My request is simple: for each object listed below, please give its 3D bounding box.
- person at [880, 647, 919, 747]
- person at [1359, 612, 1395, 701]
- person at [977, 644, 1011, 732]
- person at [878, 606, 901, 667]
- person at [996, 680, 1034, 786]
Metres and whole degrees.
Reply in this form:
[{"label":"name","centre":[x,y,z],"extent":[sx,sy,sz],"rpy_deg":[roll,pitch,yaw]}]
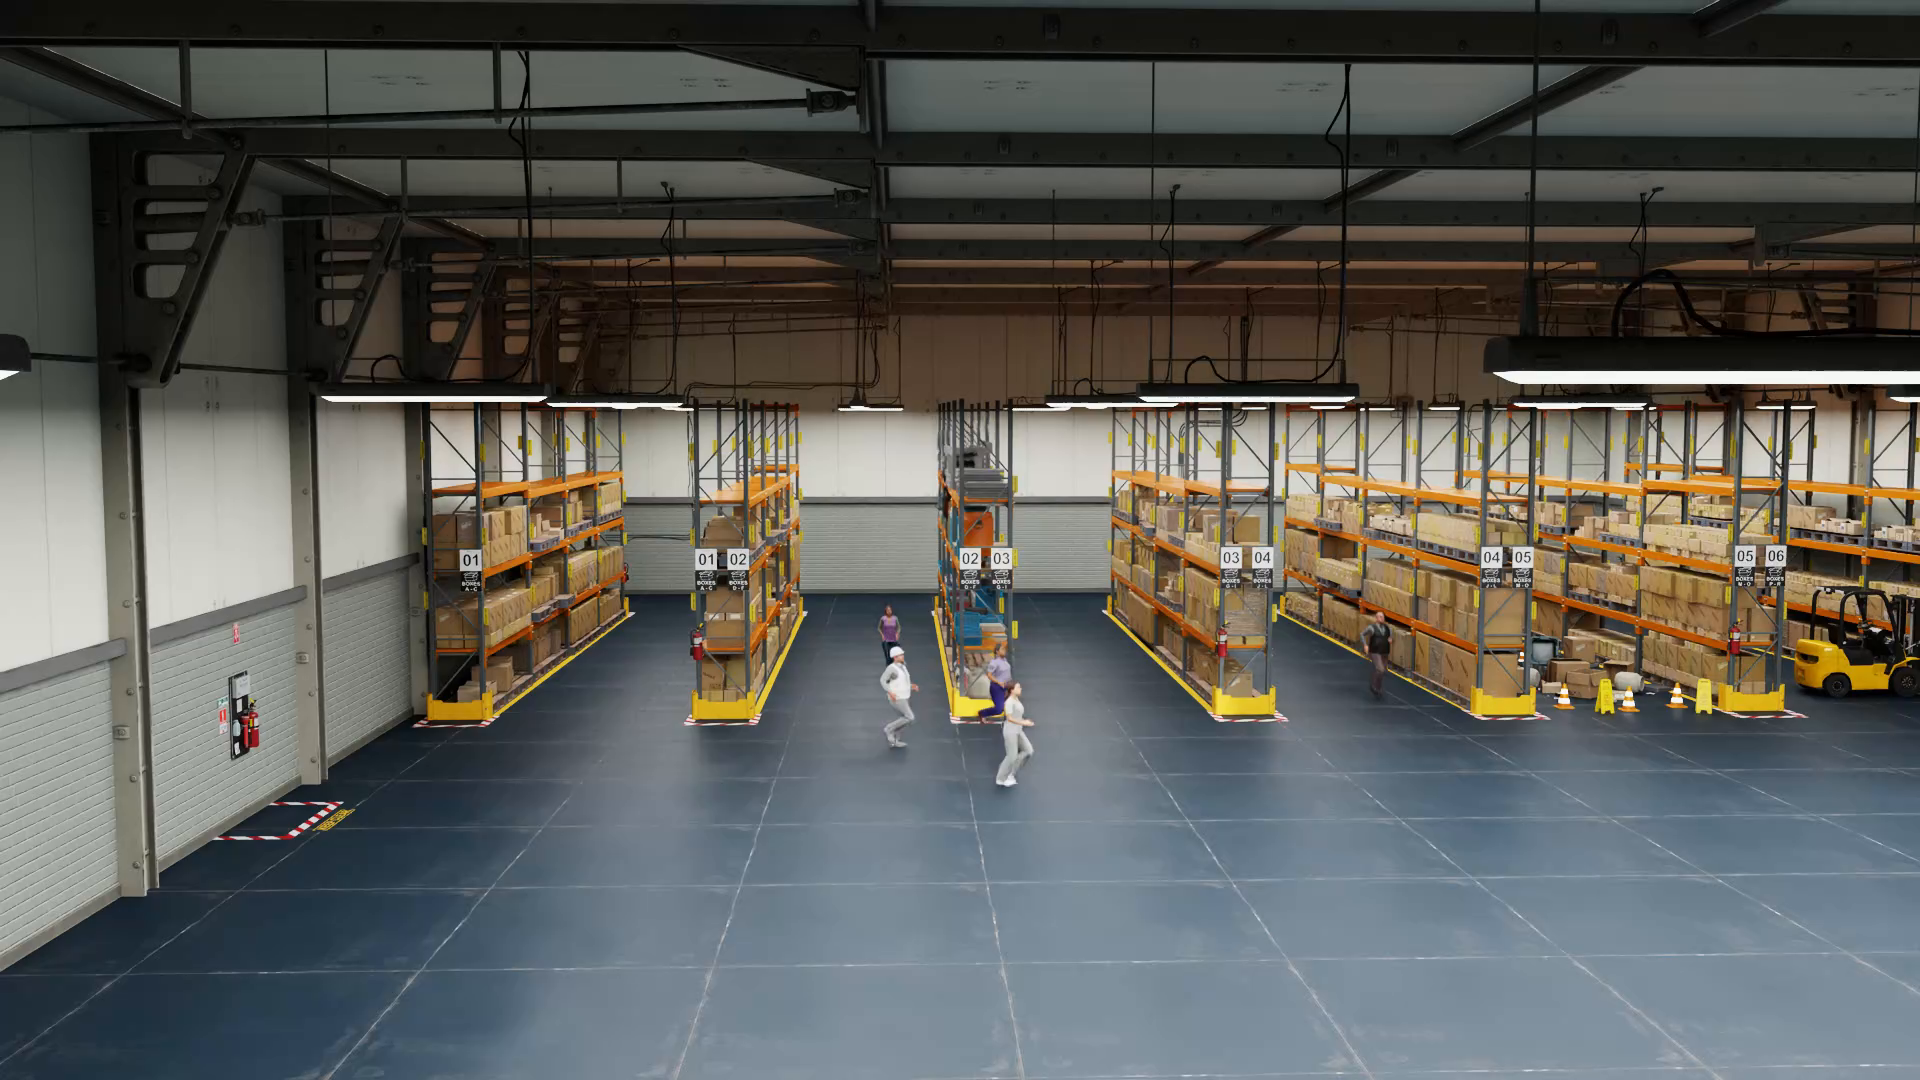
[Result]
[{"label":"person","centre":[-0.998,2.695,28.493],"extent":[0.575,1.729,0.657],"rpy_deg":[2,5,21]},{"label":"person","centre":[8.424,2.372,33.410],"extent":[0.624,1.701,0.752],"rpy_deg":[-2,5,-20]},{"label":"person","centre":[0.696,2.662,29.807],"extent":[0.755,1.616,0.620],"rpy_deg":[3,5,35]},{"label":"person","centre":[-1.532,2.244,36.176],"extent":[0.512,1.463,0.530],"rpy_deg":[-1,4,-7]},{"label":"person","centre":[0.859,2.957,25.479],"extent":[0.622,1.642,0.583],"rpy_deg":[2,5,20]}]
